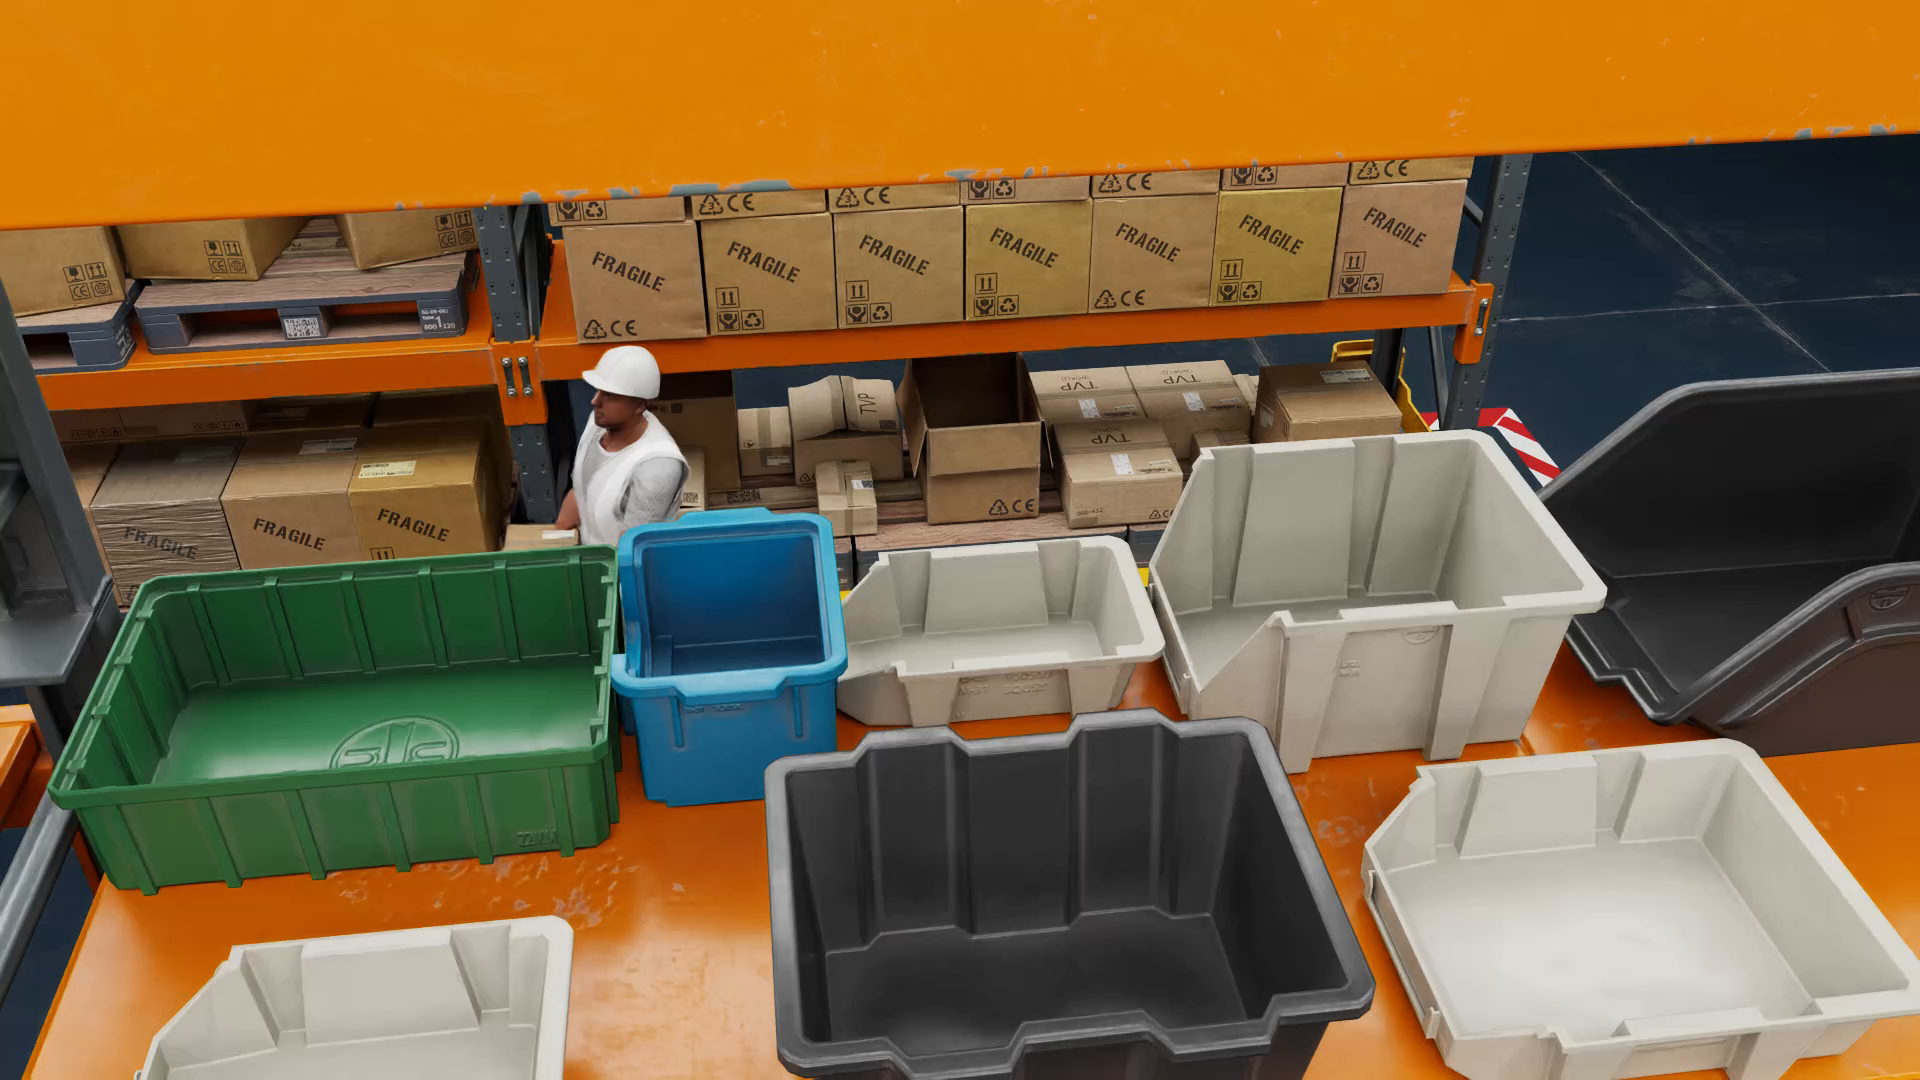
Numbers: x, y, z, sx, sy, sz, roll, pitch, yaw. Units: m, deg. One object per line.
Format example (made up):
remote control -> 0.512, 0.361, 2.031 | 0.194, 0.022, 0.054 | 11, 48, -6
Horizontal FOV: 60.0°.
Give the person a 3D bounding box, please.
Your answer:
person -> -1.242, 0.133, 5.928 | 0.539, 1.789, 0.566 | -21, 40, -28
